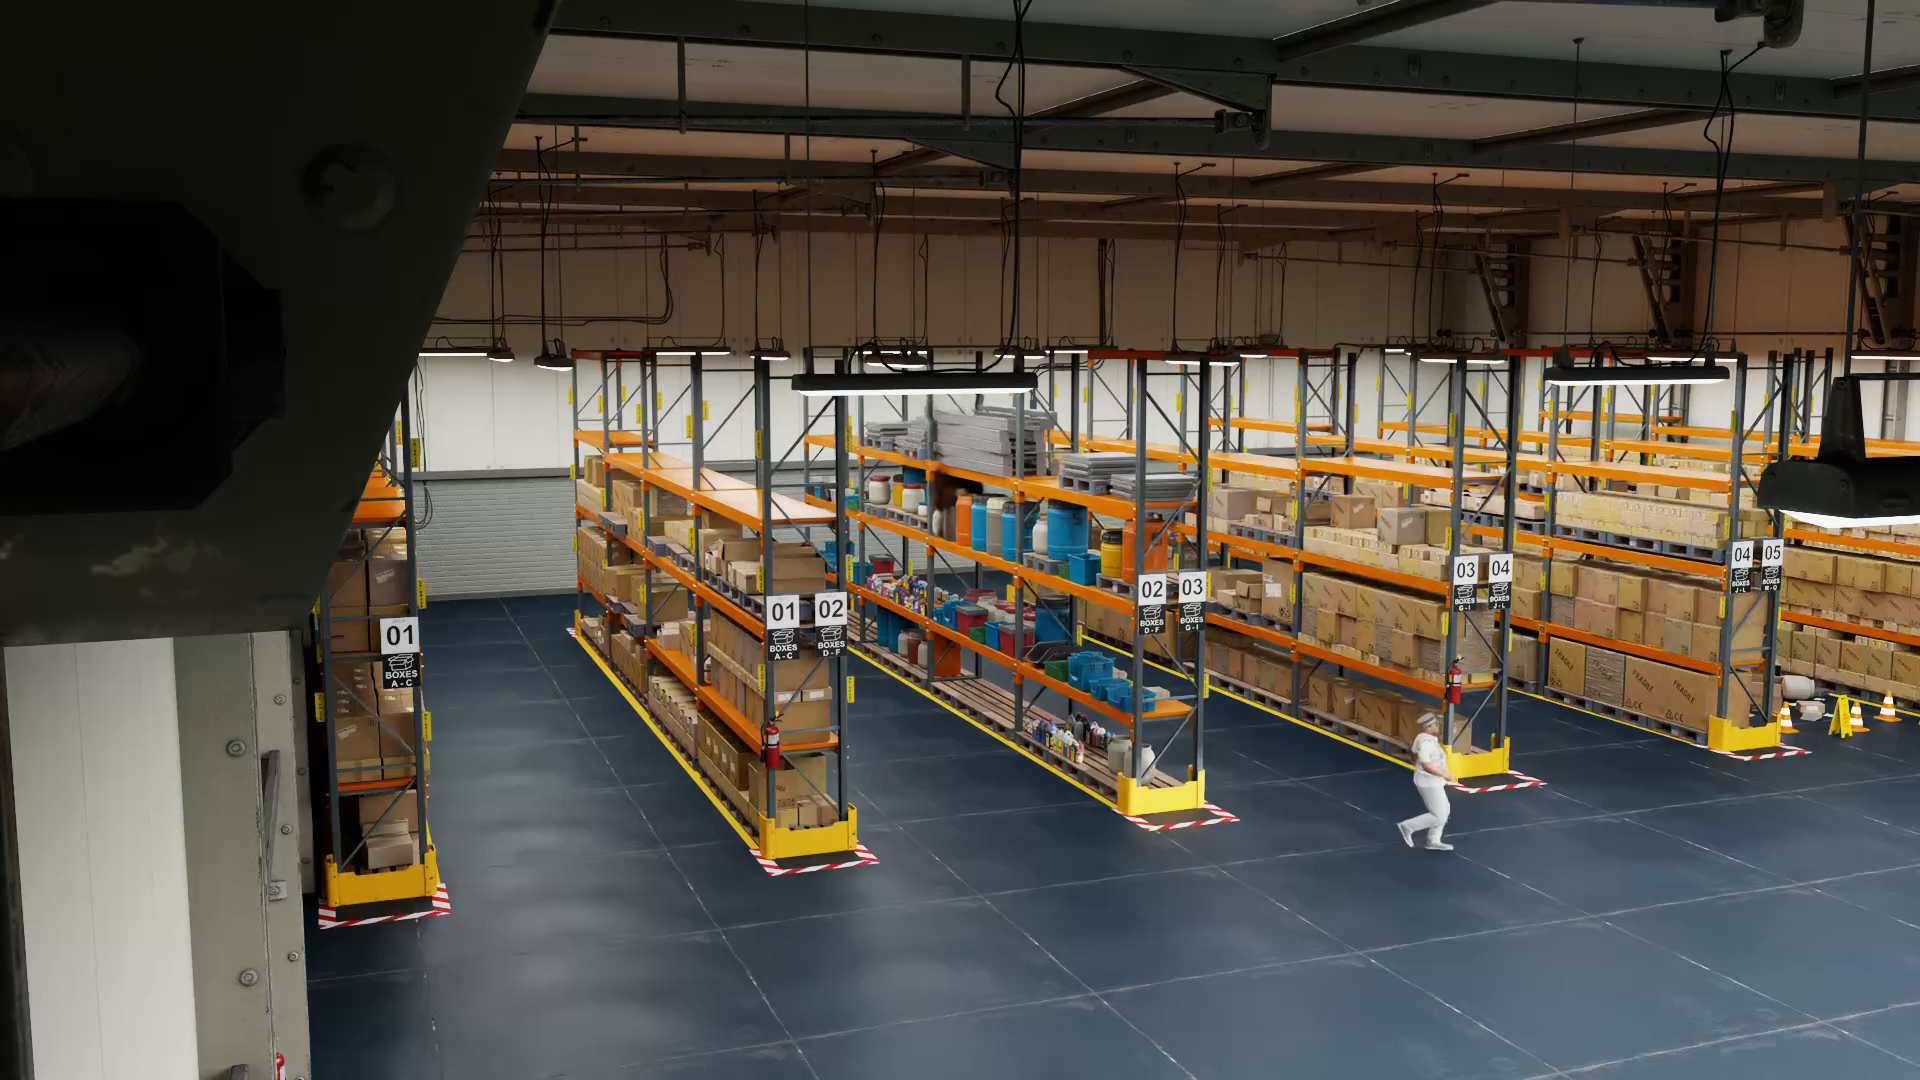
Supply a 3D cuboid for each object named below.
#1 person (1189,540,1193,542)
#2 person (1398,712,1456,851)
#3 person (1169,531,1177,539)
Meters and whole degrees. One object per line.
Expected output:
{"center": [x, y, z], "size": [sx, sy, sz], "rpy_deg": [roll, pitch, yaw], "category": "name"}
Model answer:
{"center": [5.234, 0.800, 38.272], "size": [0.623, 1.646, 0.600], "rpy_deg": [-2, 7, -16], "category": "person"}
{"center": [5.707, 2.947, 20.326], "size": [0.697, 1.734, 0.668], "rpy_deg": [1, 7, 7], "category": "person"}
{"center": [5.145, 0.423, 41.283], "size": [0.539, 1.635, 0.716], "rpy_deg": [-2, 7, -14], "category": "person"}
